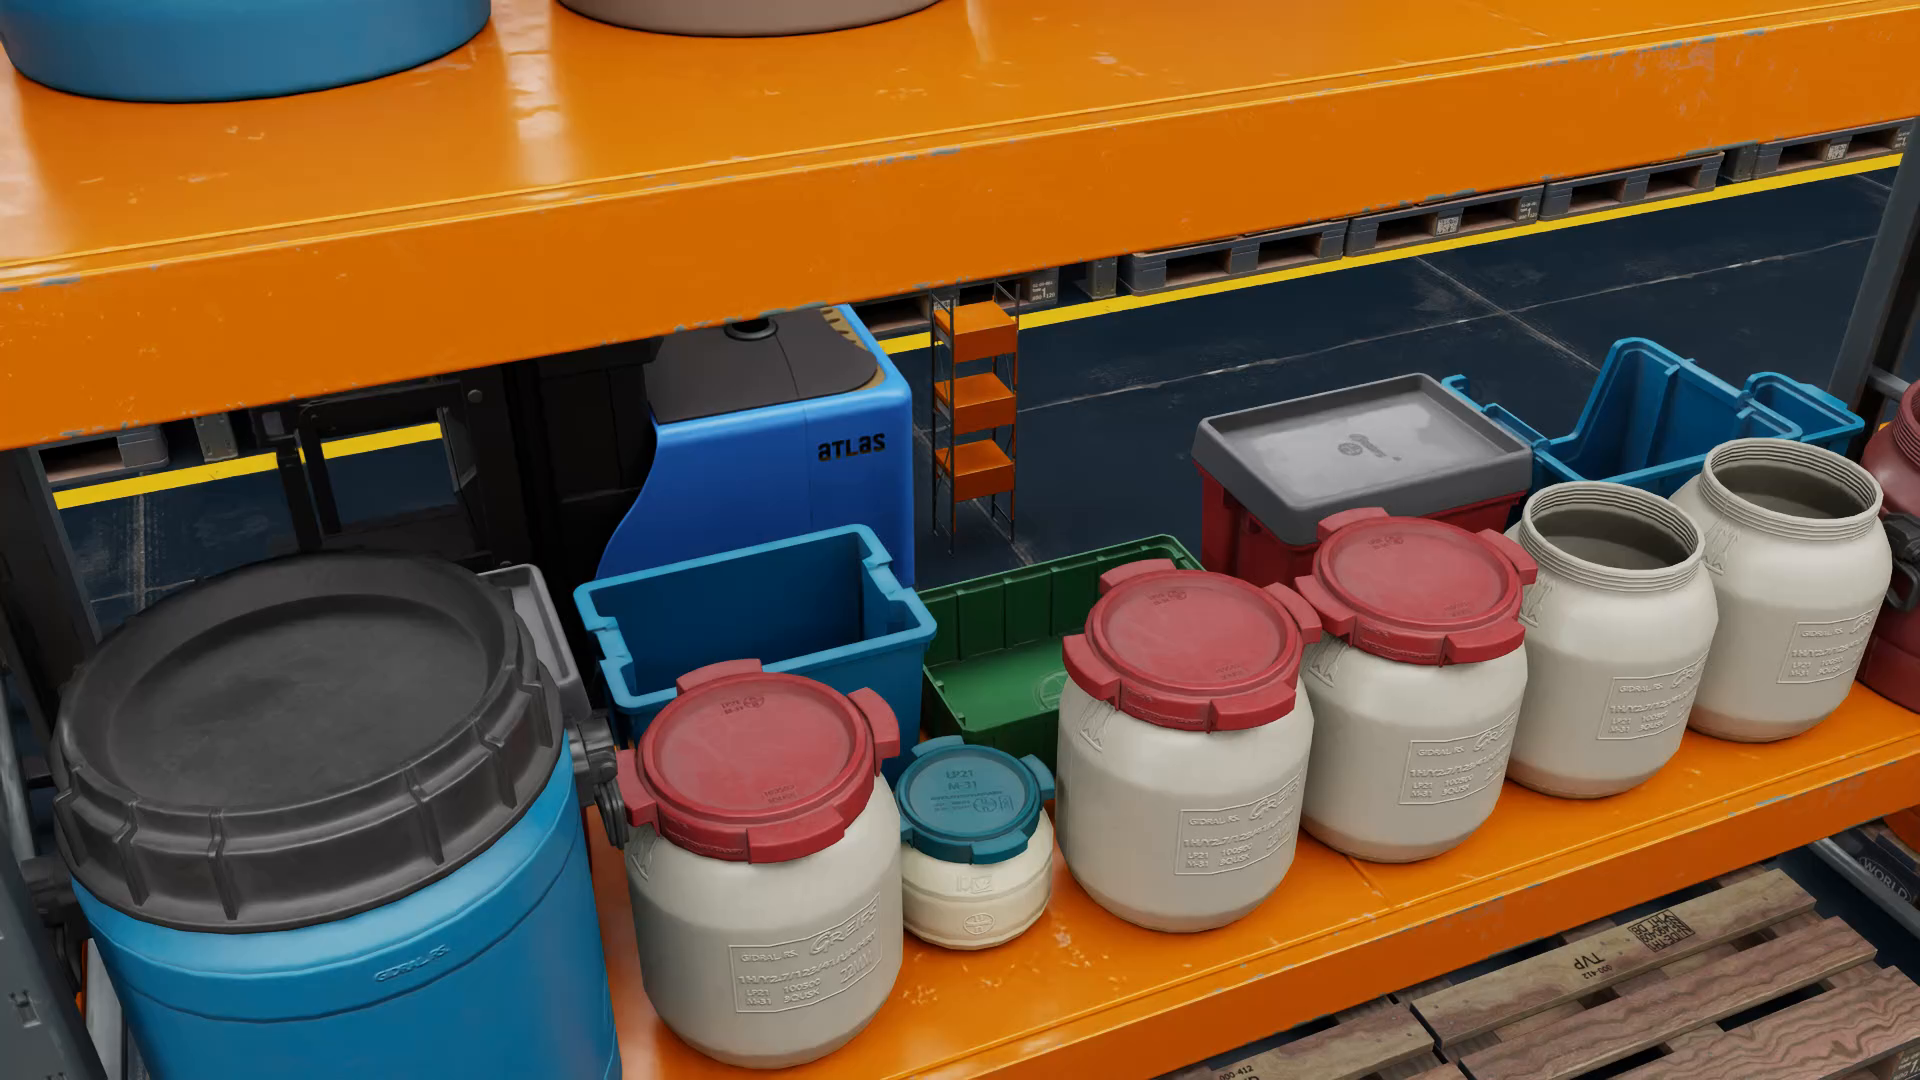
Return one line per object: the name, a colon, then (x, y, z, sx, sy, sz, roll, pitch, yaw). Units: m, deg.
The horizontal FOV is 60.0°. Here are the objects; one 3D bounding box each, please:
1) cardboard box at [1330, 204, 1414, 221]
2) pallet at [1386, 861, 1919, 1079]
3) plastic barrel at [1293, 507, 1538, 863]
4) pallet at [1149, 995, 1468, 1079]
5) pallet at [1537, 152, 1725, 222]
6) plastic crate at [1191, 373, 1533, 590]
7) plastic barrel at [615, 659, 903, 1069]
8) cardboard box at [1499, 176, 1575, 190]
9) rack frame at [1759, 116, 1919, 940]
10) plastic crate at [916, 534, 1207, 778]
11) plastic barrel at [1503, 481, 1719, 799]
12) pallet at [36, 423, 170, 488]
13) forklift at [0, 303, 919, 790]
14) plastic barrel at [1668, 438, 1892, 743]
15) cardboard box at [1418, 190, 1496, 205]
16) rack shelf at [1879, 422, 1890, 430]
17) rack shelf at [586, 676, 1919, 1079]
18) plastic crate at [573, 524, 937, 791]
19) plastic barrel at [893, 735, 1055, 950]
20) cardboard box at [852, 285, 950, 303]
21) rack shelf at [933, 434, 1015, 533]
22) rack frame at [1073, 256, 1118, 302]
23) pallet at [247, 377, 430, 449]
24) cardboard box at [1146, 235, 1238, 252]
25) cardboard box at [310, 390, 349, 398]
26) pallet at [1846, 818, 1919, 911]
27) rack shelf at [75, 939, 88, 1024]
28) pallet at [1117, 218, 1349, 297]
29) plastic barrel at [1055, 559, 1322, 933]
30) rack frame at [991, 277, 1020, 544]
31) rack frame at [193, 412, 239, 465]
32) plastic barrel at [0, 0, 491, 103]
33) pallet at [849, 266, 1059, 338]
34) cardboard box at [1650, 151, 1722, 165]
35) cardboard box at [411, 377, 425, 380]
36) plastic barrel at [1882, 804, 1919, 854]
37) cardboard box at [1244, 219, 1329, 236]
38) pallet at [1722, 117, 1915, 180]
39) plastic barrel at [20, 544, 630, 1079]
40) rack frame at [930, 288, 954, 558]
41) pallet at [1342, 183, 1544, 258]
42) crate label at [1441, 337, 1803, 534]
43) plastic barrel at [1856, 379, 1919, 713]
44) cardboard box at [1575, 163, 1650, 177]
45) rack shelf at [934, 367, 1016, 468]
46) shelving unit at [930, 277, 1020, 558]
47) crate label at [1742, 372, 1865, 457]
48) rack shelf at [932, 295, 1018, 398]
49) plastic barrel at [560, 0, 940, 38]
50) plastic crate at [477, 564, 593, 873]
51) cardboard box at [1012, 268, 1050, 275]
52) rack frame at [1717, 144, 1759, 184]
cardboard box: (1.982, -1.976, 8.425, 0.500, 0.500, 0.500, -13, 35, -20)
pallet: (1.691, 1.134, 4.313, 1.213, 0.211, 1.003, -13, 35, -19)
plastic barrel: (0.775, 0.271, 2.959, 0.433, 0.535, 0.433, 0, 33, 0)
pallet: (0.568, 1.390, 3.921, 1.213, 0.211, 1.003, -13, 35, -19)
pallet: (3.459, -2.155, 9.369, 1.213, 0.211, 1.003, -13, 35, -19)
plastic crate: (0.812, -0.018, 3.469, 0.583, 0.464, 0.402, -13, 35, -19)
plastic barrel: (-0.301, 0.517, 2.580, 0.433, 0.535, 0.433, 0, 33, 0)
cardboard box: (2.929, -2.197, 8.765, 0.500, 0.500, 0.500, -12, 35, -18)
rack frame: (2.420, -0.179, 3.774, 0.127, 3.000, 1.000, -13, 35, -19)
plastic crate: (0.229, 0.245, 3.317, 0.662, 0.188, 0.450, -13, 35, -19)
plastic barrel: (1.166, 0.188, 3.108, 0.421, 0.512, 0.421, 0, 33, 0)
pallet: (-3.931, -0.510, 6.840, 1.213, 0.211, 1.003, -13, 35, -19)
forklift: (-1.705, -0.753, 4.720, 3.031, 2.935, 1.130, -12, 35, -17)
plastic barrel: (1.555, 0.099, 3.245, 0.421, 0.512, 0.421, 0, 33, 0)
cardboard box: (2.461, -2.089, 8.599, 0.500, 0.500, 0.500, -14, 36, -21)
rack shelf: (4.264, -0.299, 4.619, 4.000, 0.370, 1.077, -13, 35, -19)
rack shelf: (0.576, 0.545, 3.321, 4.000, 0.370, 1.077, -13, 35, -19)
plastic crate: (-0.371, 0.283, 3.079, 0.575, 0.384, 0.392, -13, 35, -19)
plastic barrel: (0.012, 0.522, 2.825, 0.301, 0.262, 0.301, 0, 33, 0)
cardboard box: (-0.358, -1.349, 7.710, 0.500, 0.250, 0.500, -13, 35, -19)
rack shelf: (0.049, -0.210, 6.138, 0.240, 0.259, 0.215, -13, 35, -19)
rack frame: (0.506, -2.670, 7.604, 0.127, 3.000, 1.000, -13, 35, -19)
pallet: (-2.518, -0.832, 7.335, 1.213, 0.211, 1.003, -13, 35, -19)
cardboard box: (1.037, -1.759, 8.092, 0.500, 0.500, 0.500, -11, 35, -17)
cardboard box: (-2.714, -0.810, 6.880, 0.500, 0.250, 0.500, -14, 35, -20)
pallet: (3.131, 0.803, 4.823, 1.213, 0.211, 1.003, -13, 35, -19)
rack shelf: (-3.112, 1.390, 2.024, 4.000, 0.370, 1.077, -13, 35, -19)
pallet: (1.209, -1.640, 8.577, 1.213, 0.211, 1.003, -13, 35, -19)
plastic barrel: (0.376, 0.362, 2.818, 0.433, 0.535, 0.433, 0, 33, 0)
rack frame: (0.162, -0.477, 6.021, 0.008, 1.050, 0.200, -13, 35, -19)
rack frame: (-3.182, -1.826, 6.306, 0.127, 3.000, 1.000, -13, 35, -19)
plastic barrel: (-0.883, -1.018, 1.854, 0.708, 0.901, 0.600, -13, 35, -19)
pallet: (-0.268, -1.347, 8.127, 1.213, 0.211, 1.003, -13, 35, -19)
cardboard box: (3.850, -2.403, 9.082, 0.500, 0.500, 0.500, -13, 35, -19)
cardboard box: (-2.242, -0.917, 7.045, 0.500, 0.250, 0.500, -12, 35, -18)
plastic barrel: (2.865, 0.443, 4.423, 0.708, 0.830, 0.600, -13, 35, -19)
cardboard box: (1.517, -1.873, 8.266, 0.500, 0.500, 0.500, -14, 36, -21)
pallet: (4.828, -2.490, 9.884, 1.213, 0.211, 1.003, -13, 35, -19)
plastic barrel: (-0.794, 0.526, 2.231, 0.708, 0.901, 0.600, -13, 35, -19)
rack frame: (-0.063, -0.426, 5.941, 0.008, 1.050, 0.200, -13, 35, -19)
pallet: (2.332, -1.896, 8.970, 1.213, 0.211, 1.003, -13, 35, -19)
crate label: (1.400, -0.120, 3.651, 0.616, 0.435, 0.502, -13, 35, -19)
plastic barrel: (2.110, 0.015, 3.352, 0.708, 0.536, 0.600, -13, 35, -19)
cardboard box: (3.391, -2.303, 8.928, 0.500, 0.500, 0.500, -13, 35, -19)
rack shelf: (0.049, -0.442, 5.987, 0.240, 0.259, 0.215, -13, 35, -19)
shelving unit: (0.049, -0.451, 5.981, 0.252, 1.050, 0.215, -13, 35, -19)
crate label: (1.887, -0.208, 3.973, 0.416, 0.233, 0.303, -13, 35, -19)
rack shelf: (0.049, -0.680, 5.832, 0.240, 0.259, 0.215, -13, 35, -19)
plastic barrel: (-0.280, -1.156, 2.066, 0.600, 0.901, 0.600, 0, 33, 0)
plastic crate: (-0.940, 0.383, 2.852, 0.583, 0.464, 0.402, -13, 35, -19)
cardboard box: (0.116, -1.460, 7.880, 0.500, 0.250, 0.500, -12, 35, -18)
rack frame: (4.194, -3.515, 8.902, 0.127, 3.000, 1.000, -13, 35, -19)
